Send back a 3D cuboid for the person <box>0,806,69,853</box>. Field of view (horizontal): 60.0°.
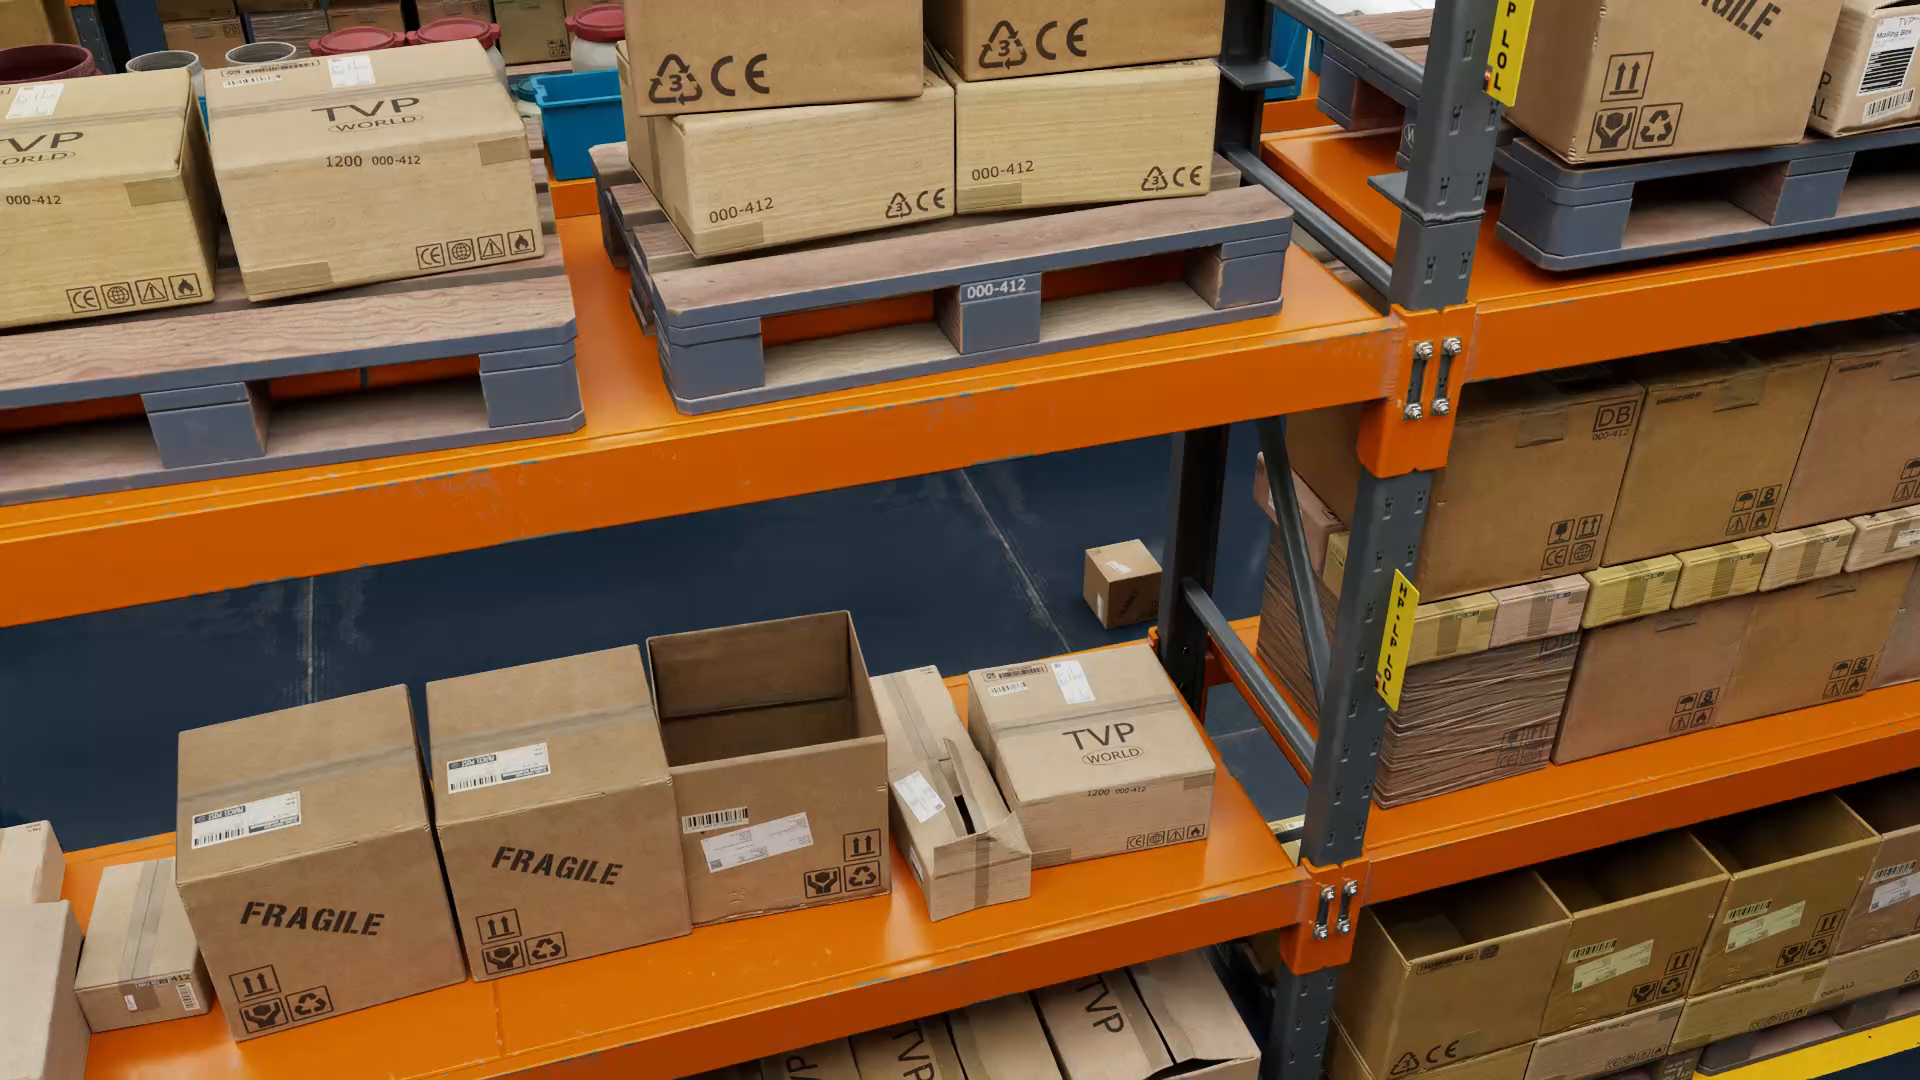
[{"bbox_3d":[-3.457,0.625,5.218,0.859,1.562,0.450,-17,38,-23],"label":"person"}]
